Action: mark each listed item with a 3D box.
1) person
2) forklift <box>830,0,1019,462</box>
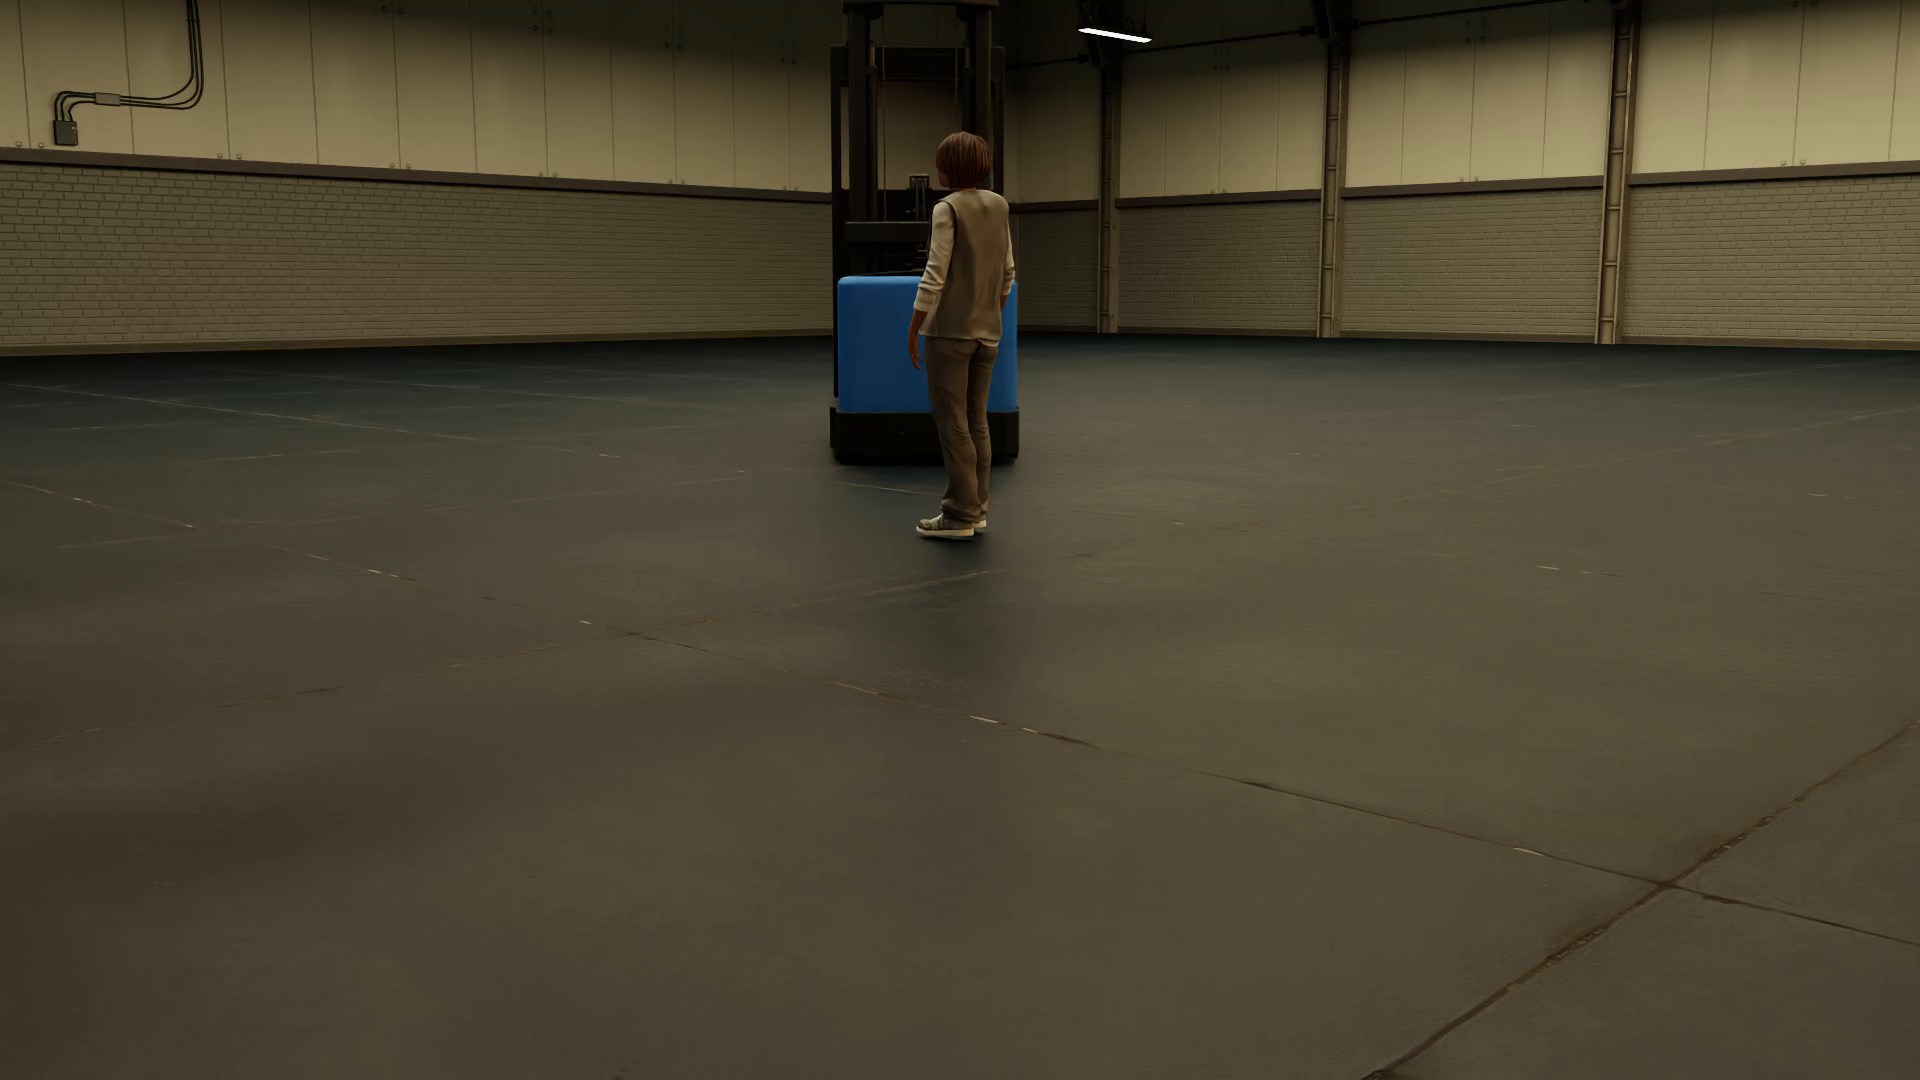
[{"bbox_3d":[-0.044,-0.806,6.658,0.473,1.599,0.521,8,12,43],"label":"person"},{"bbox_3d":[-0.286,-2.090,10.757,1.130,2.935,3.031,-1,9,-4],"label":"forklift"}]
